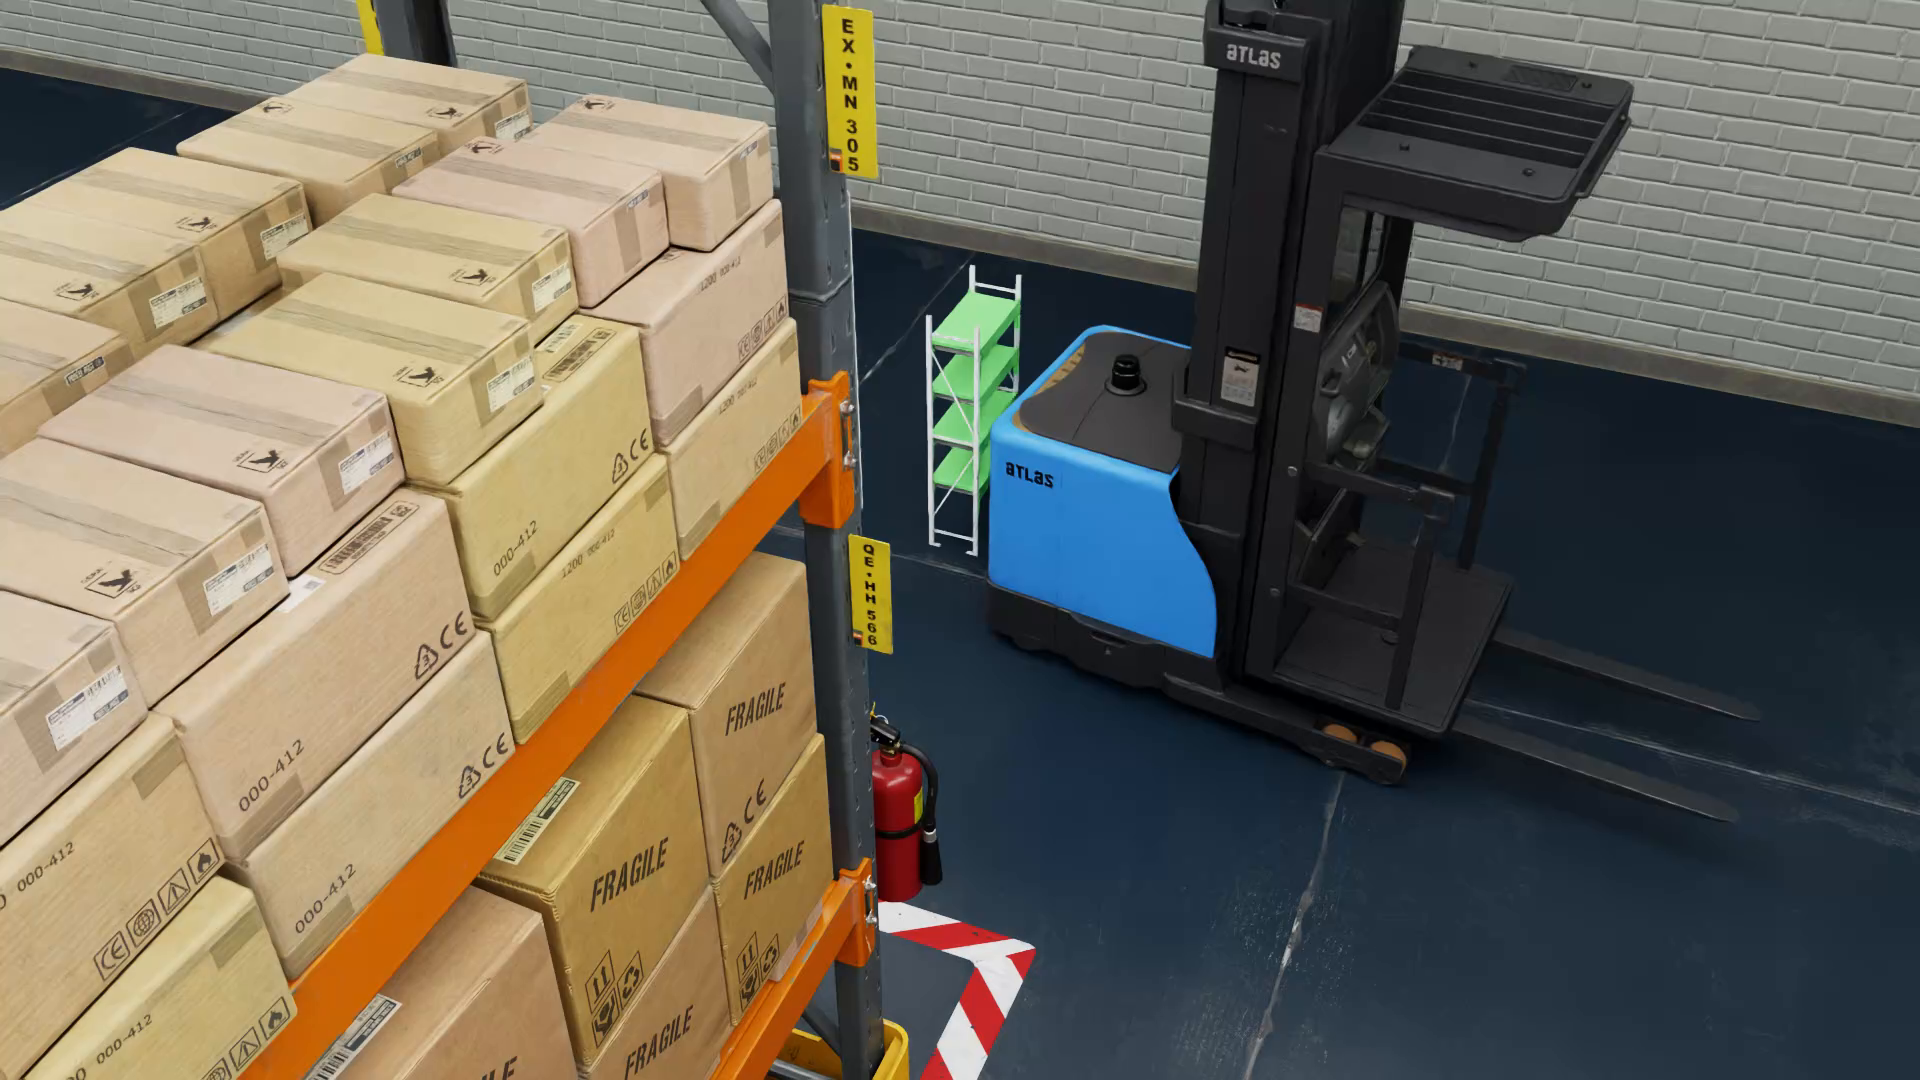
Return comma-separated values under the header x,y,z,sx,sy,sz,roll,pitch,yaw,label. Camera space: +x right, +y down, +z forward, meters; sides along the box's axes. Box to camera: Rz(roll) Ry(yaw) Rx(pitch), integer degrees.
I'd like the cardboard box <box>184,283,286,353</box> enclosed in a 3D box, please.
x,y,z,sx,sy,sz,roll,pitch,yaw,label
-1.316,-0.287,2.831,0.500,0.250,0.500,13,39,17,cardboard box

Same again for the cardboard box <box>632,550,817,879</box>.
x,y,z,sx,sy,sz,roll,pitch,yaw,label
-0.655,0.332,3.634,0.500,0.500,0.500,13,39,17,cardboard box

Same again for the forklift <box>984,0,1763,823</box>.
x,y,z,sx,sy,sz,roll,pitch,yaw,label
1.646,-0.589,6.090,3.031,2.935,1.130,18,41,23,forklift

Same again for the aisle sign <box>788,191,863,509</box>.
x,y,z,sx,sy,sz,roll,pitch,yaw,label
-0.406,-0.432,3.651,0.394,0.787,0.004,14,39,18,aisle sign

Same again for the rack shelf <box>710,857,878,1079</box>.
x,y,z,sx,sy,sz,roll,pitch,yaw,label
-1.472,1.977,3.201,1.077,0.370,4.000,14,39,18,rack shelf

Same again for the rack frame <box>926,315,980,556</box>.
x,y,z,sx,sy,sz,roll,pitch,yaw,label
-0.030,-0.437,7.333,0.240,1.200,0.015,14,39,18,rack frame

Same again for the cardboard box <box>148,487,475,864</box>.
x,y,z,sx,sy,sz,roll,pitch,yaw,label
-1.042,0.119,2.288,0.500,0.250,0.500,14,39,18,cardboard box

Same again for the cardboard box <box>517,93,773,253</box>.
x,y,z,sx,sy,sz,roll,pitch,yaw,label
-0.566,-0.669,3.009,0.380,0.149,0.250,14,39,17,cardboard box

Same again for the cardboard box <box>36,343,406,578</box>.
x,y,z,sx,sy,sz,roll,pitch,yaw,label
-1.000,-0.115,2.268,0.380,0.149,0.250,13,39,17,cardboard box

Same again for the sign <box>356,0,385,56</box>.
x,y,z,sx,sy,sz,roll,pitch,yaw,label
-1.213,-1.094,3.473,0.100,0.325,0.005,14,39,18,sign

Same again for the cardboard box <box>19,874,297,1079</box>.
x,y,z,sx,sy,sz,roll,pitch,yaw,label
-1.212,0.606,2.053,0.500,0.250,0.500,16,40,20,cardboard box

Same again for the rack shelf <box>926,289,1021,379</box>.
x,y,z,sx,sy,sz,roll,pitch,yaw,label
0.063,-0.906,7.264,0.258,0.148,0.480,14,39,18,rack shelf

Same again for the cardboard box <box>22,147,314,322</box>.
x,y,z,sx,sy,sz,roll,pitch,yaw,label
-1.329,-0.522,2.812,0.380,0.149,0.250,14,39,18,cardboard box

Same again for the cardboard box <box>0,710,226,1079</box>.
x,y,z,sx,sy,sz,roll,pitch,yaw,label
-1.245,0.396,1.917,0.500,0.250,0.500,12,38,16,cardboard box

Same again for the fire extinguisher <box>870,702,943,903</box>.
x,y,z,sx,sy,sz,roll,pitch,yaw,label
-0.188,0.727,4.648,0.296,0.674,0.183,14,39,18,fire extinguisher

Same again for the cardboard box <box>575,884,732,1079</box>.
x,y,z,sx,sy,sz,roll,pitch,yaw,label
-0.845,1.013,3.557,0.500,0.500,0.500,13,39,17,cardboard box

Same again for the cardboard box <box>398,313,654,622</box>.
x,y,z,sx,sy,sz,roll,pitch,yaw,label
-0.844,-0.164,2.666,0.500,0.250,0.500,13,39,17,cardboard box

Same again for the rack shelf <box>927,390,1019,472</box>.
x,y,z,sx,sy,sz,roll,pitch,yaw,label
0.063,-0.521,7.552,0.258,0.148,0.480,14,39,18,rack shelf

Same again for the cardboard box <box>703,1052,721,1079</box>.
x,y,z,sx,sy,sz,roll,pitch,yaw,label
-0.784,1.198,3.851,0.380,0.149,0.250,13,39,17,cardboard box

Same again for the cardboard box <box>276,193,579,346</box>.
x,y,z,sx,sy,sz,roll,pitch,yaw,label
-0.847,-0.413,2.666,0.380,0.149,0.250,13,39,16,cardboard box

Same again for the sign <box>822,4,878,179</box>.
x,y,z,sx,sy,sz,roll,pitch,yaw,label
-0.205,-0.837,3.120,0.100,0.325,0.005,14,39,18,sign

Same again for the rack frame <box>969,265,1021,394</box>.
x,y,z,sx,sy,sz,roll,pitch,yaw,label
0.156,-0.707,7.694,0.240,1.200,0.015,14,39,18,rack frame

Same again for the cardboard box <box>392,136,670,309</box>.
x,y,z,sx,sy,sz,roll,pitch,yaw,label
-0.730,-0.550,2.850,0.380,0.149,0.250,14,39,18,cardboard box

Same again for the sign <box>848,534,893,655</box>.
x,y,z,sx,sy,sz,roll,pitch,yaw,label
-0.205,0.128,3.842,0.100,0.325,0.005,14,39,18,sign

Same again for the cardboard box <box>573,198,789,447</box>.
x,y,z,sx,sy,sz,roll,pitch,yaw,label
-0.651,-0.447,3.045,0.500,0.250,0.500,13,39,16,cardboard box

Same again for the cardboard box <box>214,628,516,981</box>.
x,y,z,sx,sy,sz,roll,pitch,yaw,label
-1.028,0.308,2.453,0.500,0.250,0.500,16,39,20,cardboard box

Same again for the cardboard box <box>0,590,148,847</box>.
x,y,z,sx,sy,sz,roll,pitch,yaw,label
-1.172,0.178,1.876,0.380,0.149,0.250,13,39,16,cardboard box

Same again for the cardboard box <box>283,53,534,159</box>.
x,y,z,sx,sy,sz,roll,pitch,yaw,label
-1.045,-0.793,3.174,0.380,0.149,0.250,14,39,17,cardboard box

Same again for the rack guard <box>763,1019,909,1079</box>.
x,y,z,sx,sy,sz,roll,pitch,yaw,label
-0.740,1.624,5.159,1.175,0.500,0.348,14,39,18,rack guard

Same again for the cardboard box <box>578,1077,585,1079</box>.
x,y,z,sx,sy,sz,roll,pitch,yaw,label
-1.029,1.296,3.178,0.500,0.500,0.500,14,39,18,cardboard box

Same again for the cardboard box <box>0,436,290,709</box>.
x,y,z,sx,sy,sz,roll,pitch,yaw,label
-1.082,0.033,2.070,0.380,0.149,0.250,15,39,19,cardboard box

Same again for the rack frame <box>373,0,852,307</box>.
x,y,z,sx,sy,sz,roll,pitch,yaw,label
-0.711,-1.822,2.671,1.000,3.000,0.127,14,39,18,rack frame

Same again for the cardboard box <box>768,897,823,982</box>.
x,y,z,sx,sy,sz,roll,pitch,yaw,label
-0.574,0.927,4.215,0.380,0.149,0.250,14,39,18,cardboard box

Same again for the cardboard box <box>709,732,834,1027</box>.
x,y,z,sx,sy,sz,roll,pitch,yaw,label
-0.644,0.729,3.937,0.500,0.500,0.500,15,39,19,cardboard box

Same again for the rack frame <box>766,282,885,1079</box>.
x,y,z,sx,sy,sz,roll,pitch,yaw,label
-0.711,0.581,4.467,1.000,3.000,0.127,14,39,18,rack frame

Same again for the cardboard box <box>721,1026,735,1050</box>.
x,y,z,sx,sy,sz,roll,pitch,yaw,label
-0.703,1.056,4.042,0.380,0.149,0.250,14,39,18,cardboard box

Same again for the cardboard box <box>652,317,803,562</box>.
x,y,z,sx,sy,sz,roll,pitch,yaw,label
-0.639,-0.248,3.196,0.500,0.250,0.500,13,39,17,cardboard box

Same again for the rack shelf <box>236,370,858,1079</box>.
x,y,z,sx,sy,sz,roll,pitch,yaw,label
-1.472,0.775,2.303,1.077,0.370,4.000,14,39,18,rack shelf

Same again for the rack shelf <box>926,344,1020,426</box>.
x,y,z,sx,sy,sz,roll,pitch,yaw,label
0.063,-0.713,7.408,0.258,0.148,0.480,14,39,18,rack shelf

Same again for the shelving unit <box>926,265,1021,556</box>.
x,y,z,sx,sy,sz,roll,pitch,yaw,label
0.063,-0.572,7.513,0.258,1.200,0.503,14,39,18,shelving unit

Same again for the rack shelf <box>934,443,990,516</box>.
x,y,z,sx,sy,sz,roll,pitch,yaw,label
0.063,-0.329,7.695,0.258,0.148,0.480,14,39,18,rack shelf

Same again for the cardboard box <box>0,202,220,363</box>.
x,y,z,sx,sy,sz,roll,pitch,yaw,label
-1.422,-0.388,2.632,0.380,0.149,0.250,14,39,18,cardboard box

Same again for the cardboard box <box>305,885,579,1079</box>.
x,y,z,sx,sy,sz,roll,pitch,yaw,label
-1.037,0.902,2.871,0.500,0.500,0.500,16,40,20,cardboard box

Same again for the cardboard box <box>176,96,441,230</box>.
x,y,z,sx,sy,sz,roll,pitch,yaw,label
-1.158,-0.656,2.991,0.380,0.149,0.250,15,39,20,cardboard box

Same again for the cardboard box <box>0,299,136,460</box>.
x,y,z,sx,sy,sz,roll,pitch,yaw,label
-1.423,-0.221,2.409,0.380,0.149,0.250,15,39,19,cardboard box

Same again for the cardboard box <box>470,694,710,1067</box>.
x,y,z,sx,sy,sz,roll,pitch,yaw,label
-0.848,0.612,3.259,0.500,0.500,0.500,13,39,16,cardboard box

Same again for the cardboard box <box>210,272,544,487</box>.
x,y,z,sx,sy,sz,roll,pitch,yaw,label
-0.847,-0.242,2.437,0.380,0.149,0.250,14,39,18,cardboard box

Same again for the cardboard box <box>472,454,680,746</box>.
x,y,z,sx,sy,sz,roll,pitch,yaw,label
-0.827,0.036,2.816,0.500,0.250,0.500,14,39,18,cardboard box
